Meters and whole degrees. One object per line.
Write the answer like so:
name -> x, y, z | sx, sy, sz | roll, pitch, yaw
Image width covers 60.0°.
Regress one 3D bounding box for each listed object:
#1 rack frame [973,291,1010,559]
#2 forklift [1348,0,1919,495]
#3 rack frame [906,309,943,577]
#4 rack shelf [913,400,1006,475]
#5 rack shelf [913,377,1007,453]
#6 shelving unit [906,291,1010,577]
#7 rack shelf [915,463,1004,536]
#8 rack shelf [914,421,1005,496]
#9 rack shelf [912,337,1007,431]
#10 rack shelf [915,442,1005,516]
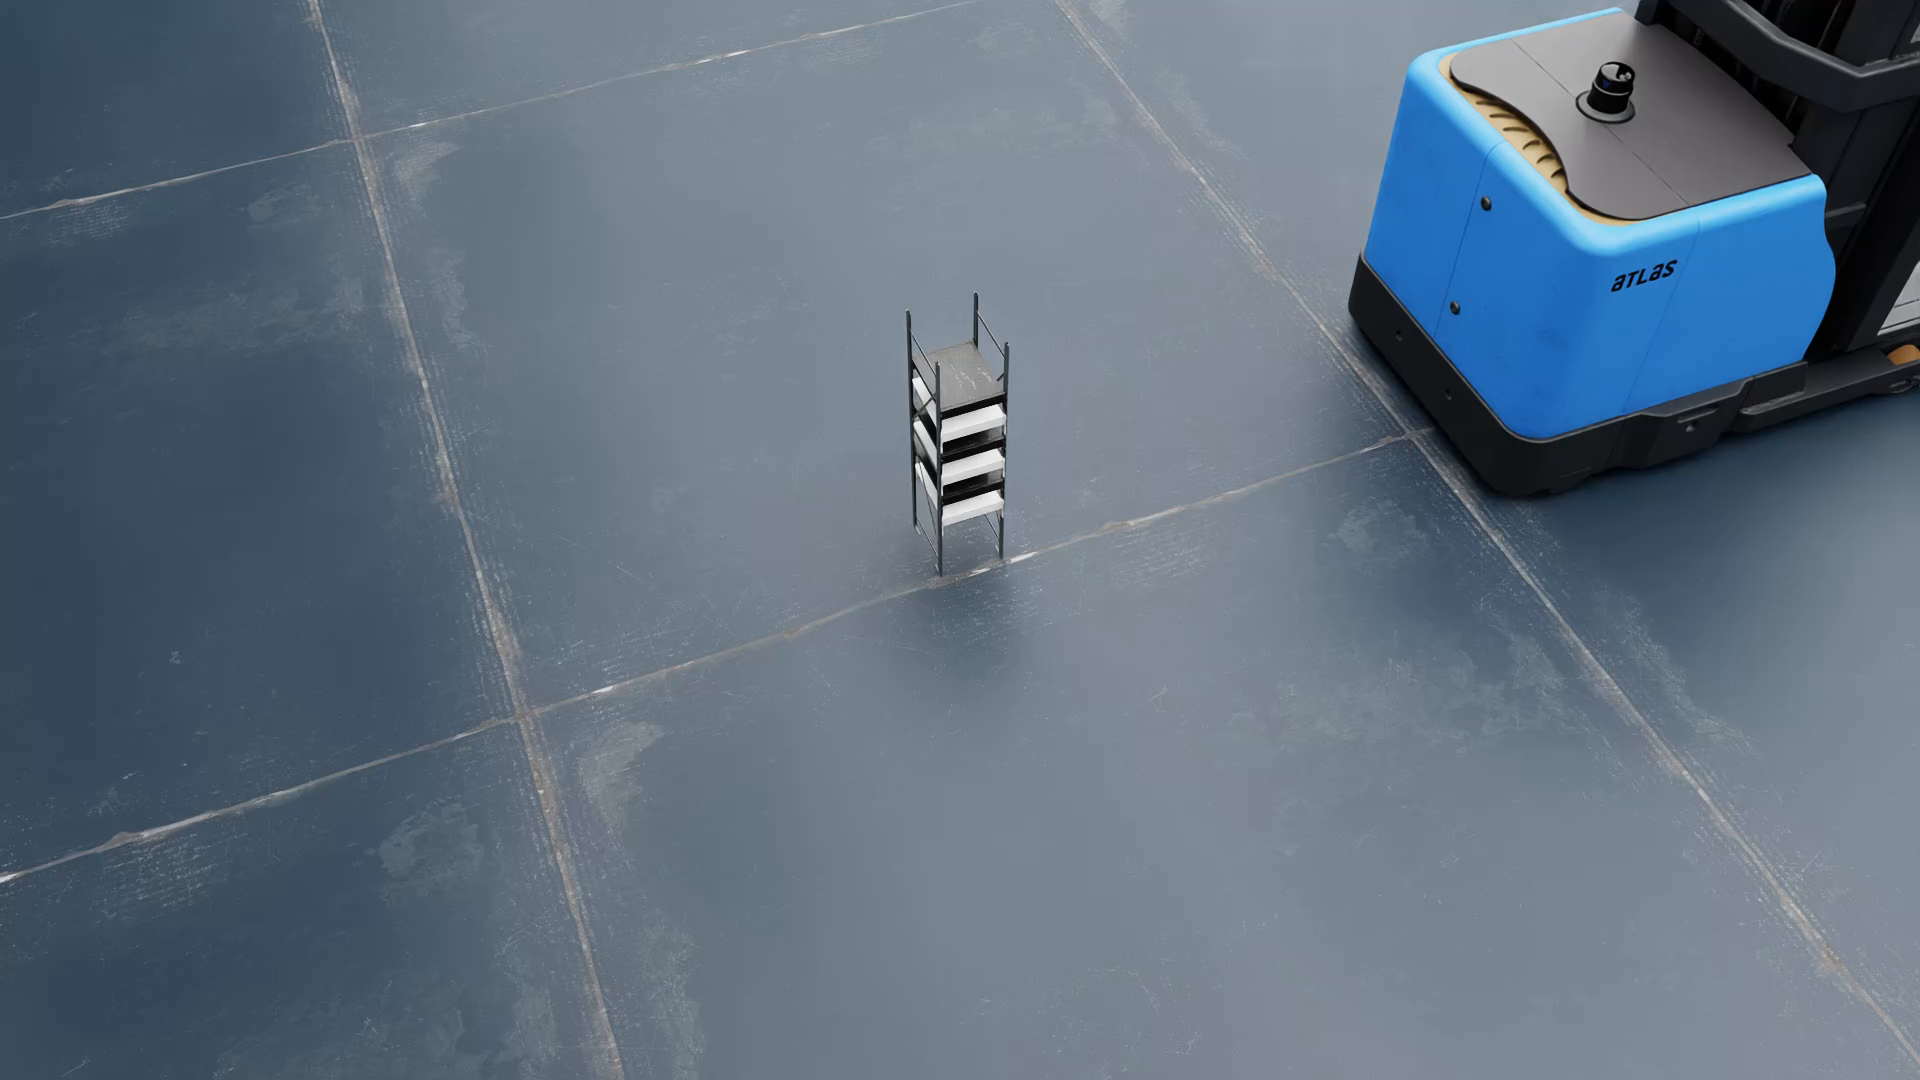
rack frame -> 0.087, -0.320, 4.932 | 0.006, 0.900, 0.240 | -17, 52, -14
forklift -> 2.936, -1.815, 4.876 | 3.031, 2.935, 1.130 | -16, 51, -14
rack frame -> -0.102, -0.262, 4.882 | 0.006, 0.900, 0.240 | -17, 52, -14
rack shelf -> -0.008, -0.328, 4.864 | 0.200, 0.077, 0.258 | -17, 52, -14
rack shelf -> -0.008, -0.386, 4.795 | 0.200, 0.077, 0.258 | -17, 52, -14
shelving unit -> -0.008, -0.291, 4.907 | 0.210, 0.900, 0.258 | -17, 52, -14
rack shelf -> -0.008, -0.152, 5.068 | 0.200, 0.077, 0.258 | -17, 52, -14
rack shelf -> -0.008, -0.269, 4.932 | 0.200, 0.077, 0.258 | -17, 52, -14
rack shelf -> -0.008, -0.445, 4.727 | 0.200, 0.077, 0.258 | -17, 52, -14
rack shelf -> -0.008, -0.211, 5.000 | 0.200, 0.077, 0.258 | -17, 52, -14
